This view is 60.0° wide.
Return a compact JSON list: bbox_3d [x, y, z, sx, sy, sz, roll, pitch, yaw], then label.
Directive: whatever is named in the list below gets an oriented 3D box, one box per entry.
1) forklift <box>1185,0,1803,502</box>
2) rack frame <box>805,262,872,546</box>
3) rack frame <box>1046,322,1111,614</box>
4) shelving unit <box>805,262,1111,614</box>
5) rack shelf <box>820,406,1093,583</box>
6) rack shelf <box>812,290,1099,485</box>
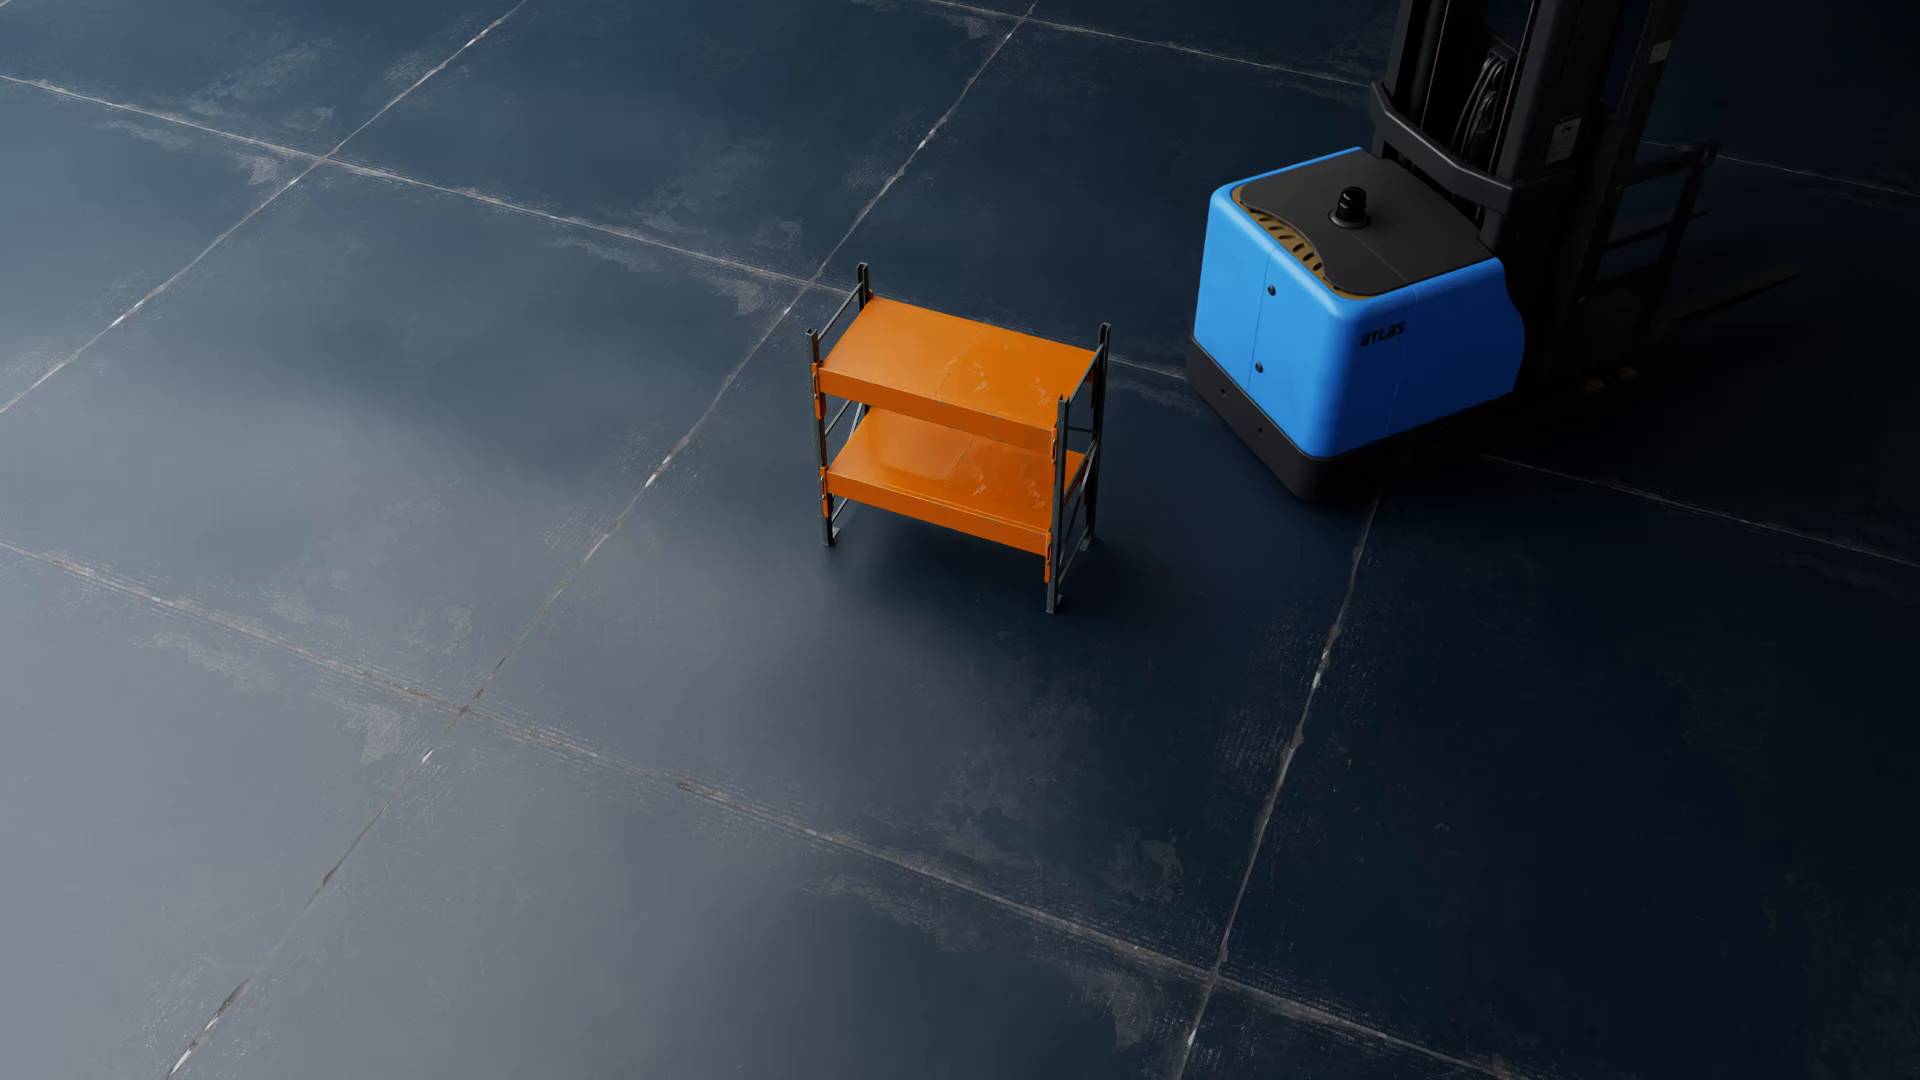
[{"bbox_3d":[2.605,-1.933,6.954,3.031,2.935,1.130,-19,48,-18],"label":"forklift"},{"bbox_3d":[-0.475,-0.539,6.833,0.032,1.125,0.500,16,47,16],"label":"rack frame"},{"bbox_3d":[0.463,-0.263,6.555,0.032,1.125,0.500,16,47,16],"label":"rack frame"},{"bbox_3d":[-0.006,-0.401,6.694,1.048,1.125,0.538,16,47,16],"label":"shelving unit"},{"bbox_3d":[-0.006,-0.227,6.866,1.000,0.278,0.538,16,47,16],"label":"rack shelf"},{"bbox_3d":[-0.006,-0.608,6.488,1.000,0.278,0.538,16,47,16],"label":"rack shelf"}]
